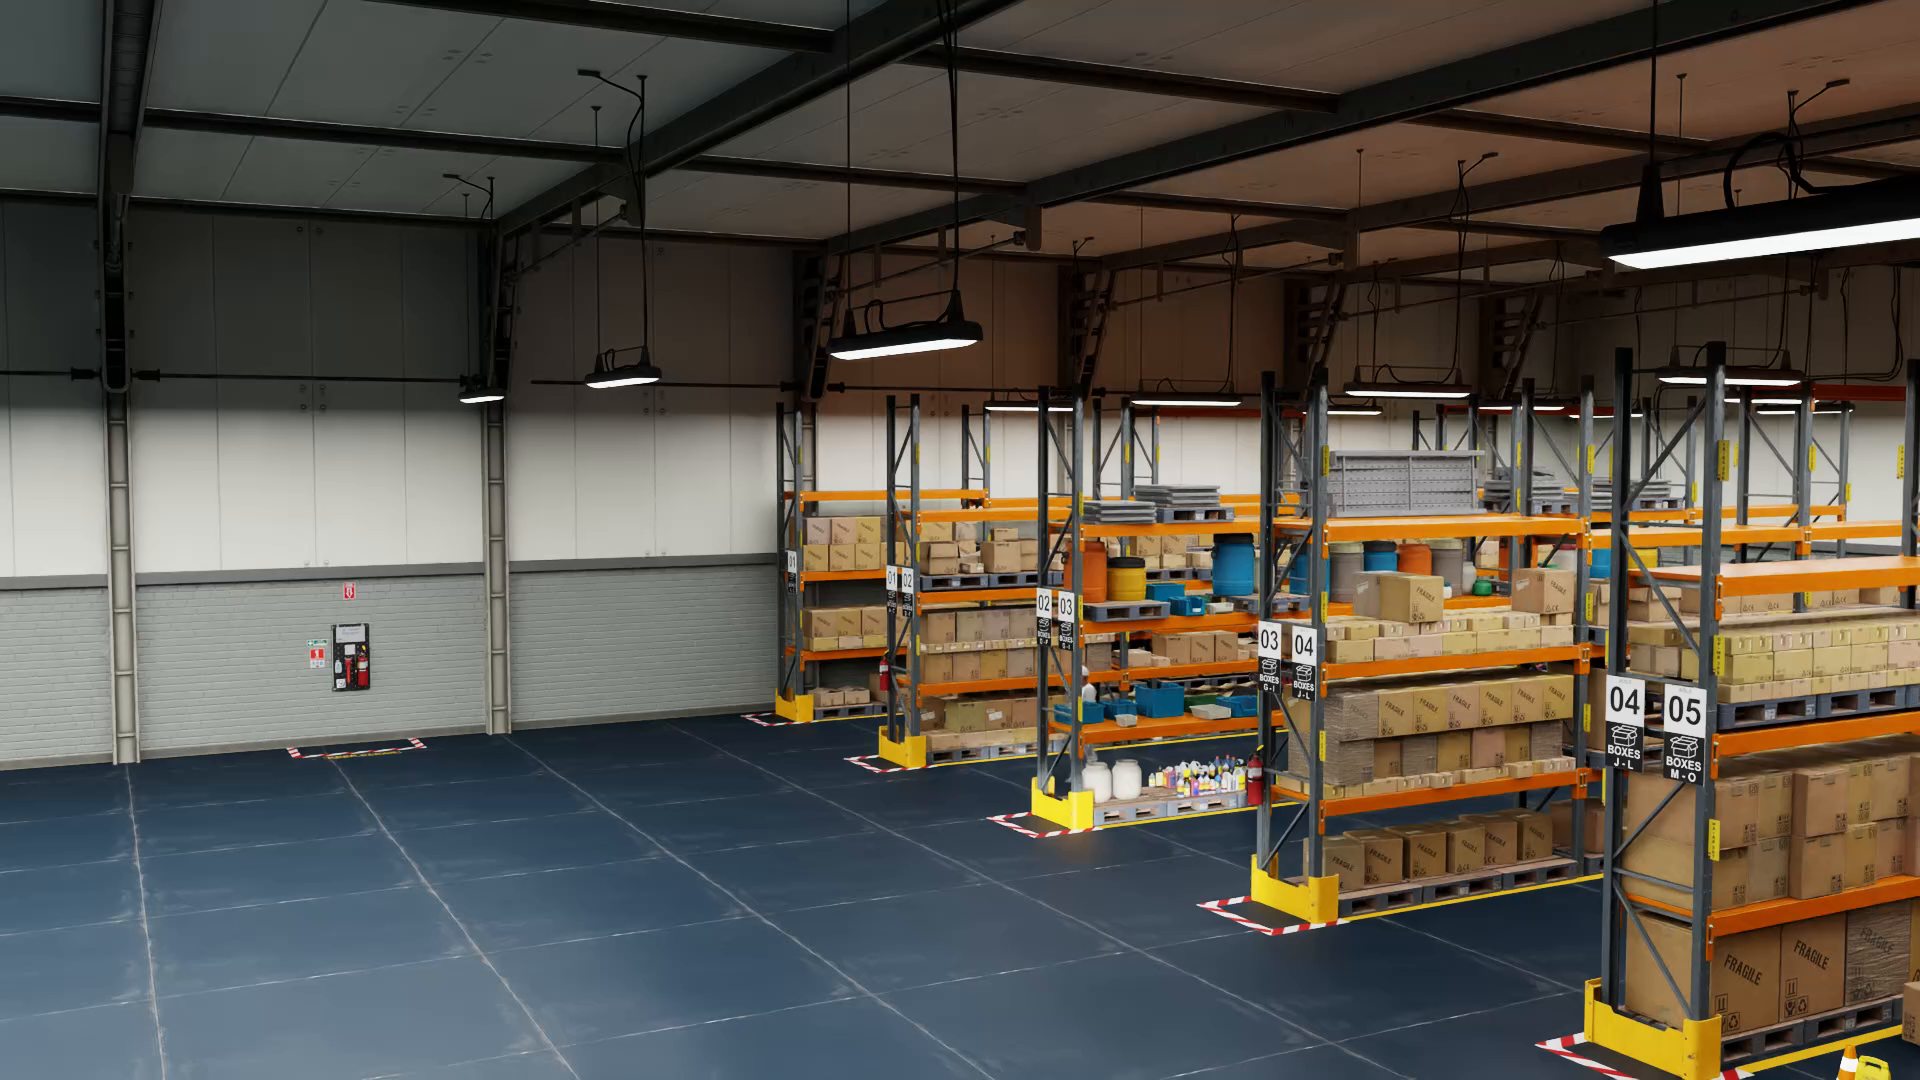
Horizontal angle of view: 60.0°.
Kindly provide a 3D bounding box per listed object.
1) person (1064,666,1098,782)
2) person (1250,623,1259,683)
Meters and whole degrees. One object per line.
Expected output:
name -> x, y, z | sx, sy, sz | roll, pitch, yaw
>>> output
person -> 1.873, 2.848, 25.557 | 0.532, 1.840, 0.610 | -1, 3, -18
person -> 6.116, 2.454, 33.503 | 0.722, 1.633, 0.693 | -1, 3, -19
